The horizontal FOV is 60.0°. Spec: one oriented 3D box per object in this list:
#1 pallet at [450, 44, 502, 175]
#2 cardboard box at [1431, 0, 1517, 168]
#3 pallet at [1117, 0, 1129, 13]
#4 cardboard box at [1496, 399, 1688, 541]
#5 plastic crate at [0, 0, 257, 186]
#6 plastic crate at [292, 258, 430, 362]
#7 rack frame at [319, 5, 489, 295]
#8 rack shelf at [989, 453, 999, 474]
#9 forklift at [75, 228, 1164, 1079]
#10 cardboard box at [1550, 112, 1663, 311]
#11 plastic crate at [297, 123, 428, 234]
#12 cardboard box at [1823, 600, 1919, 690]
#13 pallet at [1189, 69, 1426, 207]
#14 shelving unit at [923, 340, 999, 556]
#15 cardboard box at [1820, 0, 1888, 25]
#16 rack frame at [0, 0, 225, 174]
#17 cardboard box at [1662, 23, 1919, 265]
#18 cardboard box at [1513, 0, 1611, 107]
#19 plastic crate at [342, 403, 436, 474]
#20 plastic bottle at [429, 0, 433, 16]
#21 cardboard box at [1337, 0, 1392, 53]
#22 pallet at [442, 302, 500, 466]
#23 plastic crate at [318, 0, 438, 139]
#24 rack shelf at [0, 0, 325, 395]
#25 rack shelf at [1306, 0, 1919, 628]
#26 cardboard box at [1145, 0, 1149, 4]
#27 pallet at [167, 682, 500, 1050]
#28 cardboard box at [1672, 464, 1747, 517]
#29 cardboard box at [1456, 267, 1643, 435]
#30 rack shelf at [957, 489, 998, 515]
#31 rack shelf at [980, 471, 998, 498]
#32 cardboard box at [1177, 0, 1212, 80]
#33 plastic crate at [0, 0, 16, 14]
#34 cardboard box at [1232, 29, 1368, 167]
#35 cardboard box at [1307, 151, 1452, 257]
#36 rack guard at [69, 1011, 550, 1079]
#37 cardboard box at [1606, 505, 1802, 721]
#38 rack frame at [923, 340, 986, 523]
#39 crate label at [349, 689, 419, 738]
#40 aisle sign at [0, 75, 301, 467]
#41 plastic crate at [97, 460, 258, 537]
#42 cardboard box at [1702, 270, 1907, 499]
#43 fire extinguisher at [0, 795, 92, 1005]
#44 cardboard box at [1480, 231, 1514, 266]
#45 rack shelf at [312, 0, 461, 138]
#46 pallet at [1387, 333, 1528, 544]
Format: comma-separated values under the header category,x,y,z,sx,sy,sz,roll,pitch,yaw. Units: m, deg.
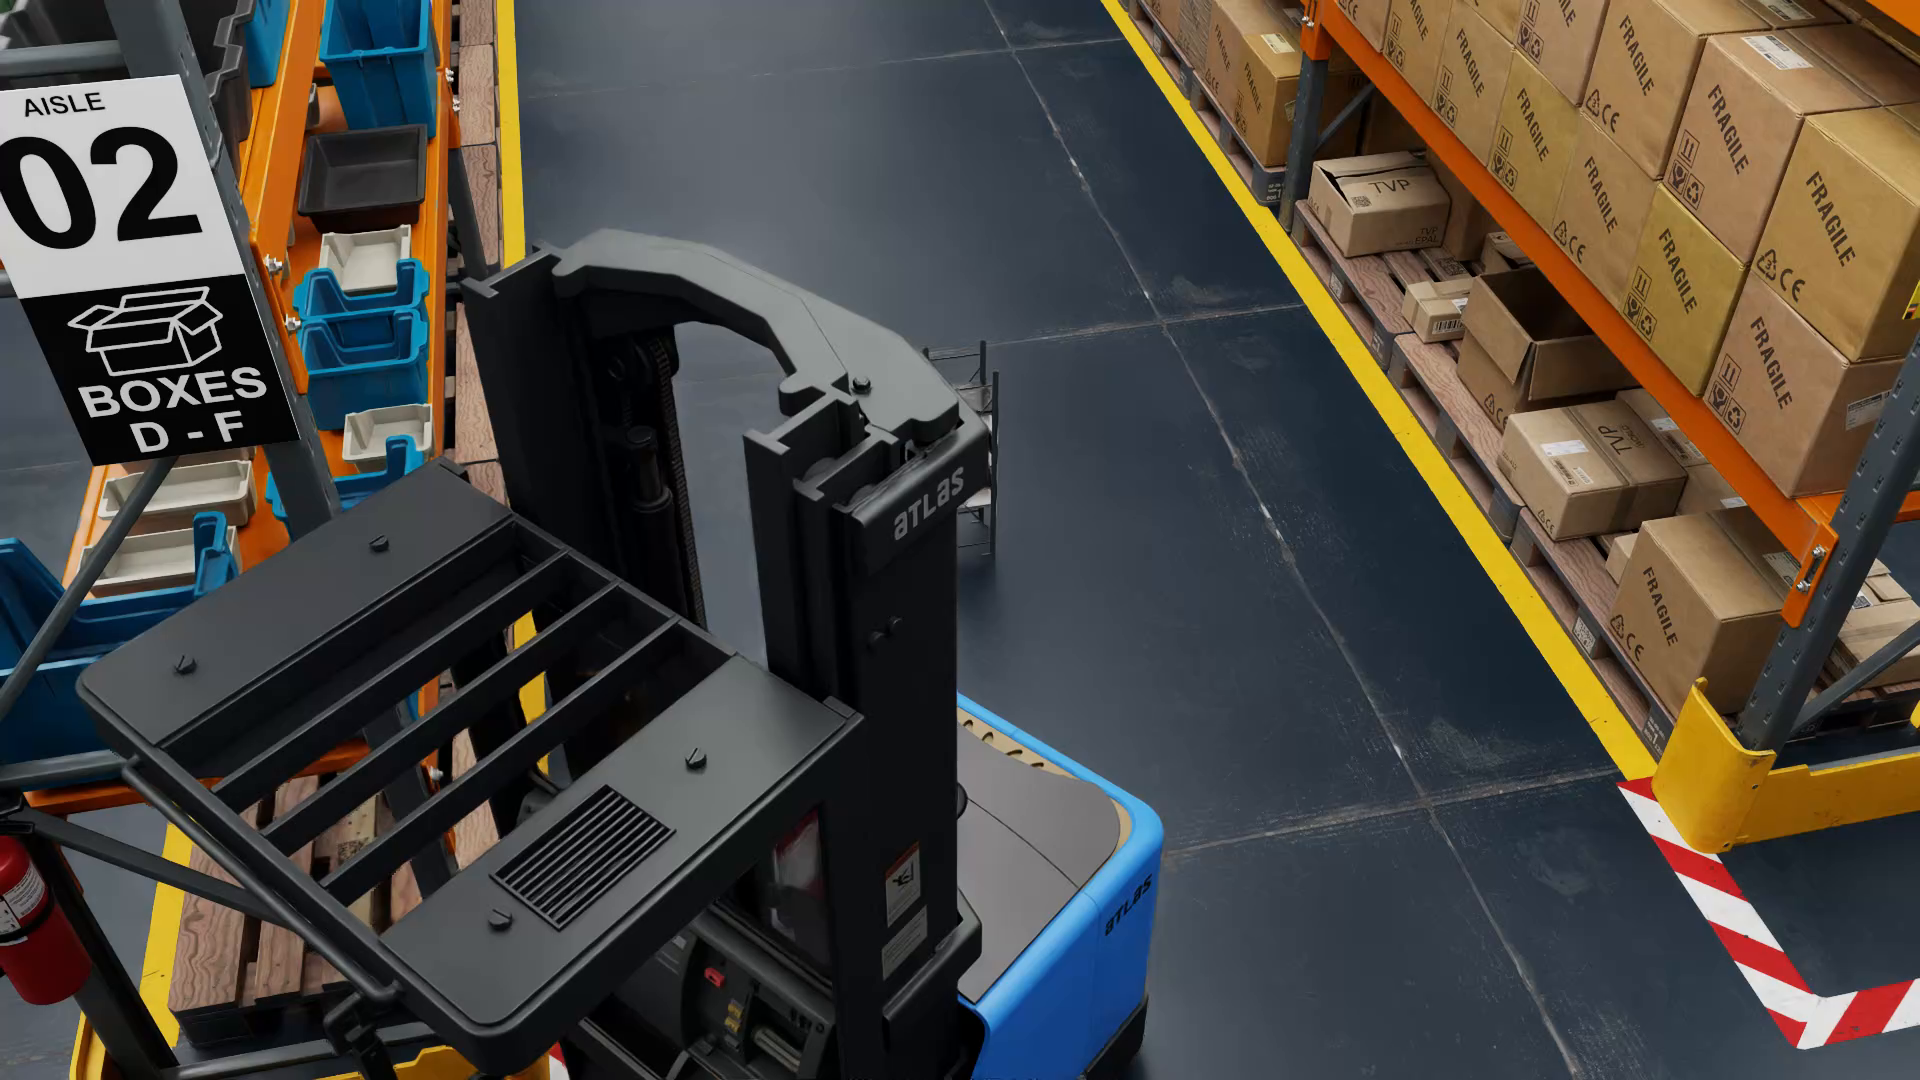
category,x,y,z,sx,sy,sz,roll,pitch,yaw
pallet,-3.084,-2.349,9.238,1.003,0.211,1.213,-8,42,-9
cardboard box,2.210,-1.813,6.457,0.500,0.500,0.500,-9,42,-10
pallet,1.407,-3.861,10.941,1.003,0.211,1.213,-8,42,-9
cardboard box,2.476,-0.282,6.547,0.500,0.250,0.500,-8,42,-9
plastic crate,-1.639,-0.863,3.302,0.497,0.269,0.590,-8,42,-9
plastic crate,-1.908,-0.716,5.378,0.416,0.233,0.300,-8,42,-9
rack frame,-2.691,-2.094,6.849,1.000,3.000,0.127,-8,42,-9
rack shelf,0.002,-0.306,6.467,0.258,0.077,0.200,-8,42,-9
forklift,-0.767,0.985,3.432,1.130,2.935,3.031,28,49,28
cardboard box,2.430,-1.157,5.718,0.500,0.500,0.500,-8,42,-9
plastic crate,-2.187,-1.326,6.146,0.437,0.125,0.590,-8,42,-9
cardboard box,3.255,0.373,5.886,0.380,0.149,0.250,-8,42,-9
pallet,1.934,-2.280,9.159,1.003,0.211,1.213,-8,42,-9
shelving unit,0.002,-0.331,6.445,0.258,0.900,0.210,-8,42,-9
cardboard box,2.948,-1.608,5.473,0.500,0.500,0.500,-8,42,-9
rack frame,-1.828,-1.744,1.936,1.000,3.000,0.127,-8,42,-9
cardboard box,2.535,-1.196,5.009,0.500,0.500,0.500,-7,42,-8
cardboard box,2.308,-1.864,5.762,0.500,0.500,0.500,-7,42,-8
plastic crate,-1.694,-0.291,4.972,0.250,0.136,0.298,-8,42,-9
plastic bottle,-2.382,-2.435,7.322,0.061,0.283,0.133,-8,42,-9
cardboard box,1.990,-2.469,7.196,0.500,0.500,0.500,-7,42,-8
pallet,-2.494,-0.580,7.244,1.003,0.211,1.213,-8,42,-9
plastic crate,-2.257,-1.856,6.548,0.392,0.384,0.575,-8,42,-9
rack shelf,-2.259,-1.650,4.632,1.077,0.370,4.000,-8,42,-9
rack shelf,2.578,-1.235,6.424,1.077,0.370,4.000,-8,42,-9
cardboard box,1.324,-3.623,10.124,0.500,0.500,0.500,-9,42,-10
pallet,-1.968,1.002,5.462,1.003,0.211,1.213,-8,42,-9
cardboard box,3.062,-0.061,6.300,0.500,0.250,0.500,-8,42,-9
cardboard box,2.557,-0.815,6.957,0.797,0.503,0.637,-8,42,-9
rack shelf,0.002,-0.172,6.587,0.258,0.077,0.200,-8,42,-9
rack shelf,0.002,-0.239,6.527,0.258,0.077,0.200,-8,42,-9
cardboard box,1.554,-2.956,9.372,0.500,0.500,0.500,-8,42,-9
plastic crate,-2.319,-1.142,3.677,0.450,0.188,0.336,-8,42,-9
cardboard box,1.760,-2.309,8.644,0.500,0.500,0.500,-9,42,-10
cardboard box,2.026,-1.657,8.051,0.500,0.311,0.500,-8,42,-9
rack guard,-1.810,1.448,4.742,1.175,0.500,0.348,-8,42,-9
cardboard box,2.652,0.245,5.766,0.500,0.500,0.500,-8,42,-9
rack frame,-0.020,-0.397,6.520,0.240,0.900,0.006,-8,42,-9
crate label,-1.559,0.332,4.197,0.416,0.233,0.303,-8,42,-9
aisle sign,-1.522,-0.469,3.060,0.394,0.787,0.004,-8,42,-9
plastic crate,-2.229,-0.117,4.776,0.396,0.136,0.243,-8,42,-9
cardboard box,2.647,-0.497,4.975,0.500,0.500,0.500,-7,42,-8
fire extinguisher,-2.239,0.831,3.894,0.296,0.674,0.183,-8,42,-9
cardboard box,2.686,-1.336,7.812,0.380,0.149,0.250,-8,42,-9
rack shelf,-3.123,-3.121,8.548,1.077,0.370,4.000,-8,42,-9
pallet,2.561,-0.520,7.177,1.003,0.211,1.213,-8,42,-9
